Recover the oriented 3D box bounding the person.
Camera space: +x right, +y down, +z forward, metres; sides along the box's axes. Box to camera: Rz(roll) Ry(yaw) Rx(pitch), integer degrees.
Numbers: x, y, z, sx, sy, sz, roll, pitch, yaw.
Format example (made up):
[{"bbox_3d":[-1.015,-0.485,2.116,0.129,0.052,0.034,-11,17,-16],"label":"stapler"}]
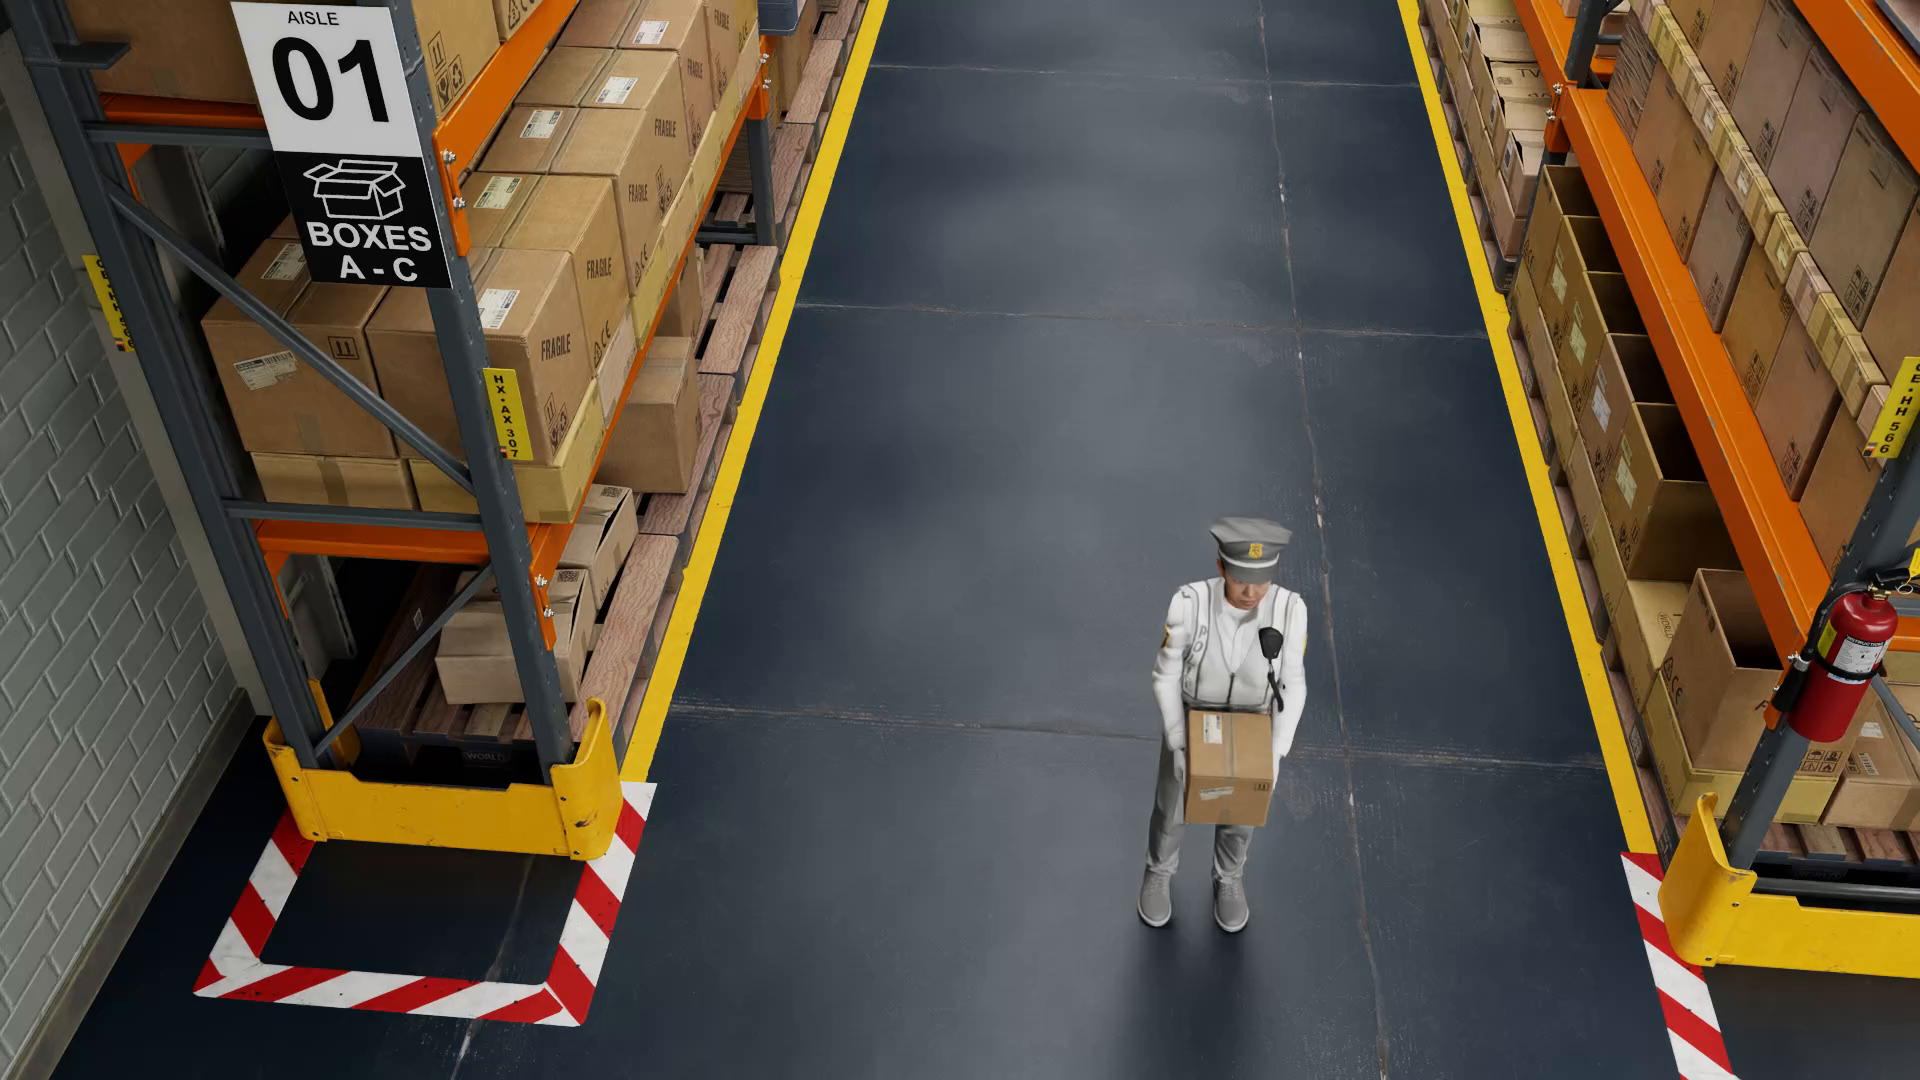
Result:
[{"bbox_3d":[0.846,0.656,5.358,0.489,1.691,0.489,3,40,3],"label":"person"}]
